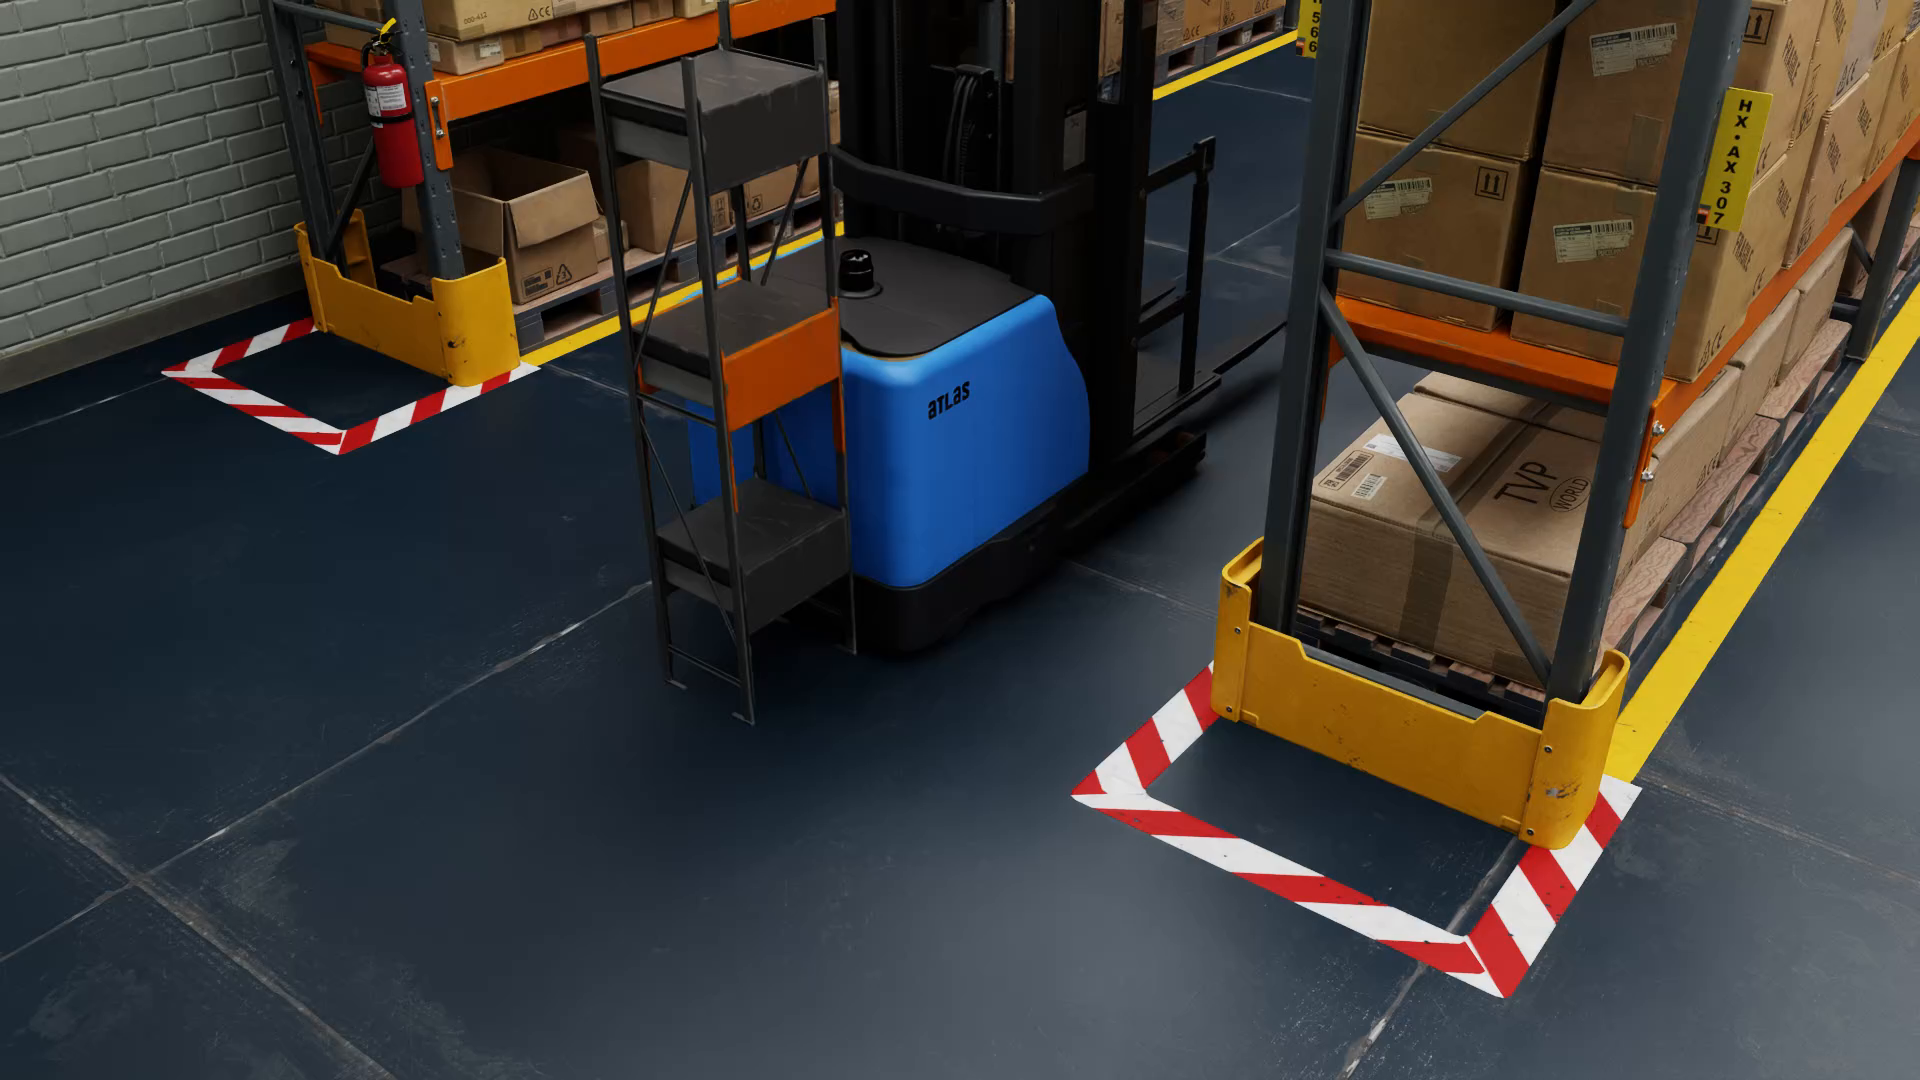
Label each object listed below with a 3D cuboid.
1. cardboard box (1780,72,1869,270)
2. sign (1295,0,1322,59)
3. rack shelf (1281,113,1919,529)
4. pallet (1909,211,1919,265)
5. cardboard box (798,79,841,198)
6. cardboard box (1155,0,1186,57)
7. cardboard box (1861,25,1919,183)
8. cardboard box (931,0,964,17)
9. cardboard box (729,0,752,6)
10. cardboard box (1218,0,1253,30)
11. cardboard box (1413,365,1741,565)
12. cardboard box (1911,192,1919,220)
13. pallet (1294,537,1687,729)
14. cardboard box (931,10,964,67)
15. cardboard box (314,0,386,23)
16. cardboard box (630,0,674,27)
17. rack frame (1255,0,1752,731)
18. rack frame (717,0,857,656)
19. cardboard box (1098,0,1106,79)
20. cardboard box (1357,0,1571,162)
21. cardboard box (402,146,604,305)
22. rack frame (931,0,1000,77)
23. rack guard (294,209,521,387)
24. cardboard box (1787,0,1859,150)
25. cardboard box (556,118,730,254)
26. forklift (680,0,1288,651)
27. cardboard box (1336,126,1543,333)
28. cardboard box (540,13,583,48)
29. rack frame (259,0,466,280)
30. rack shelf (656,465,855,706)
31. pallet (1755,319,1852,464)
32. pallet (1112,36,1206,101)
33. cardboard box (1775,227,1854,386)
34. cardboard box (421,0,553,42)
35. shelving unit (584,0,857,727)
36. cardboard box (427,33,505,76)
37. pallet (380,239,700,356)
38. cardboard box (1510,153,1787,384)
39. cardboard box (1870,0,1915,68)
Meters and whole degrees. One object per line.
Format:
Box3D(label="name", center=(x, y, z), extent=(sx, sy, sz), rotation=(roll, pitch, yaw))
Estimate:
Box3D(label="cardboard box", center=(2.485, -1.215, 5.260), extent=(0.500, 0.500, 0.500), rotation=(21, 37, 31))
Box3D(label="sign", center=(0.937, -1.422, 4.340), extent=(0.100, 0.325, 0.005), rotation=(21, 37, 31))
Box3D(label="rack shelf", center=(2.569, -1.153, 5.959), extent=(1.077, 0.370, 4.000), rotation=(21, 37, 31))
Box3D(label="pallet", center=(4.918, -1.911, 9.267), extent=(1.003, 0.211, 1.213), rotation=(21, 37, 31))
Box3D(label="cardboard box", center=(-0.980, -2.258, 9.158), extent=(0.700, 0.500, 0.500), rotation=(20, 36, 30))
Box3D(label="cardboard box", center=(1.224, -3.664, 11.531), extent=(0.500, 0.500, 0.500), rotation=(20, 36, 30))
Box3D(label="cardboard box", center=(3.102, -1.632, 5.963), extent=(0.500, 0.500, 0.500), rotation=(21, 36, 31))
Box3D(label="cardboard box", center=(-0.191, -3.424, 10.490), extent=(0.380, 0.149, 0.250), rotation=(20, 36, 29))
Box3D(label="cardboard box", center=(-1.221, -2.739, 8.175), extent=(0.380, 0.149, 0.250), rotation=(22, 37, 32))
Box3D(label="cardboard box", center=(1.837, -4.095, 12.257), extent=(0.500, 0.500, 0.500), rotation=(21, 36, 31))
Box3D(label="cardboard box", center=(2.226, -0.402, 6.087), extent=(0.875, 0.438, 0.875), rotation=(22, 37, 33))
Box3D(label="cardboard box", center=(4.626, -2.188, 8.673), extent=(0.875, 0.875, 0.875), rotation=(22, 37, 33))
Box3D(label="pallet", center=(1.782, 0.201, 5.704), extent=(1.003, 0.211, 1.213), rotation=(21, 37, 31))
Box3D(label="cardboard box", center=(-0.123, -3.198, 10.743), extent=(0.500, 0.500, 0.500), rotation=(21, 37, 31))
Box3D(label="cardboard box", center=(-2.532, -2.508, 7.395), extent=(0.500, 0.250, 0.500), rotation=(22, 37, 33))
Box3D(label="cardboard box", center=(-1.576, -2.546, 7.850), extent=(0.380, 0.149, 0.250), rotation=(22, 37, 32))
Box3D(label="rack frame", center=(1.362, -0.650, 4.404), extent=(1.000, 3.000, 0.127), rotation=(21, 37, 31))
Box3D(label="rack frame", center=(-0.517, -0.573, 5.143), extent=(0.400, 2.100, 0.015), rotation=(22, 38, 32))
Box3D(label="cardboard box", center=(0.602, -3.254, 10.838), extent=(0.500, 0.500, 0.500), rotation=(21, 36, 31))
Box3D(label="cardboard box", center=(1.463, -1.392, 4.578), extent=(0.500, 0.500, 0.500), rotation=(22, 37, 33))
Box3D(label="cardboard box", center=(-2.153, -1.502, 7.879), extent=(0.797, 0.503, 0.637), rotation=(20, 36, 29))
Box3D(label="rack frame", center=(-0.183, -3.802, 9.723), extent=(1.000, 3.000, 0.127), rotation=(21, 37, 31))
Box3D(label="rack guard", center=(-2.552, -1.131, 7.669), extent=(1.175, 0.500, 0.348), rotation=(21, 37, 31))
Box3D(label="cardboard box", center=(2.185, -1.442, 4.663), extent=(0.500, 0.500, 0.500), rotation=(20, 36, 30))
Box3D(label="cardboard box", center=(-1.606, -1.836, 8.446), extent=(0.700, 0.500, 0.500), rotation=(23, 38, 33))
Box3D(label="forklift", center=(0.335, -1.586, 6.052), extent=(1.130, 2.935, 3.031), rotation=(21, 37, 31))
Box3D(label="cardboard box", center=(1.442, -0.970, 4.847), extent=(0.500, 0.500, 0.500), rotation=(21, 37, 32))
Box3D(label="cardboard box", center=(-1.933, -2.352, 7.523), extent=(0.380, 0.149, 0.250), rotation=(21, 36, 31))
Box3D(label="rack frame", center=(-2.598, -2.176, 6.979), extent=(1.000, 3.000, 0.127), rotation=(21, 37, 31))
Box3D(label="rack shelf", center=(-0.662, 0.137, 5.351), extent=(0.431, 0.518, 0.480), rotation=(22, 38, 32))
Box3D(label="pallet", center=(3.255, -0.791, 7.378), extent=(1.003, 0.211, 1.213), rotation=(21, 37, 31))
Box3D(label="pallet", center=(1.013, -3.442, 11.852), extent=(1.003, 0.211, 1.213), rotation=(21, 37, 31))
Box3D(label="cardboard box", center=(3.312, -1.132, 7.319), extent=(0.875, 0.438, 0.875), rotation=(21, 36, 31))
Box3D(label="cardboard box", center=(-2.109, -2.341, 7.113), extent=(0.500, 0.250, 0.500), rotation=(21, 37, 32))
Box3D(label="shelving unit", center=(-0.668, -0.472, 4.980), extent=(0.431, 2.100, 0.503), rotation=(22, 38, 32))
Box3D(label="cardboard box", center=(-2.181, -2.117, 7.126), extent=(0.380, 0.149, 0.250), rotation=(21, 36, 31))
Box3D(label="pallet", center=(-2.072, -1.331, 8.290), extent=(1.003, 0.211, 1.213), rotation=(21, 37, 31))
Box3D(label="cardboard box", center=(1.880, -0.799, 4.559), extent=(0.500, 0.500, 0.500), rotation=(21, 36, 31))
Box3D(label="cardboard box", center=(2.790, -1.857, 5.363), extent=(0.500, 0.500, 0.500), rotation=(21, 37, 31))
